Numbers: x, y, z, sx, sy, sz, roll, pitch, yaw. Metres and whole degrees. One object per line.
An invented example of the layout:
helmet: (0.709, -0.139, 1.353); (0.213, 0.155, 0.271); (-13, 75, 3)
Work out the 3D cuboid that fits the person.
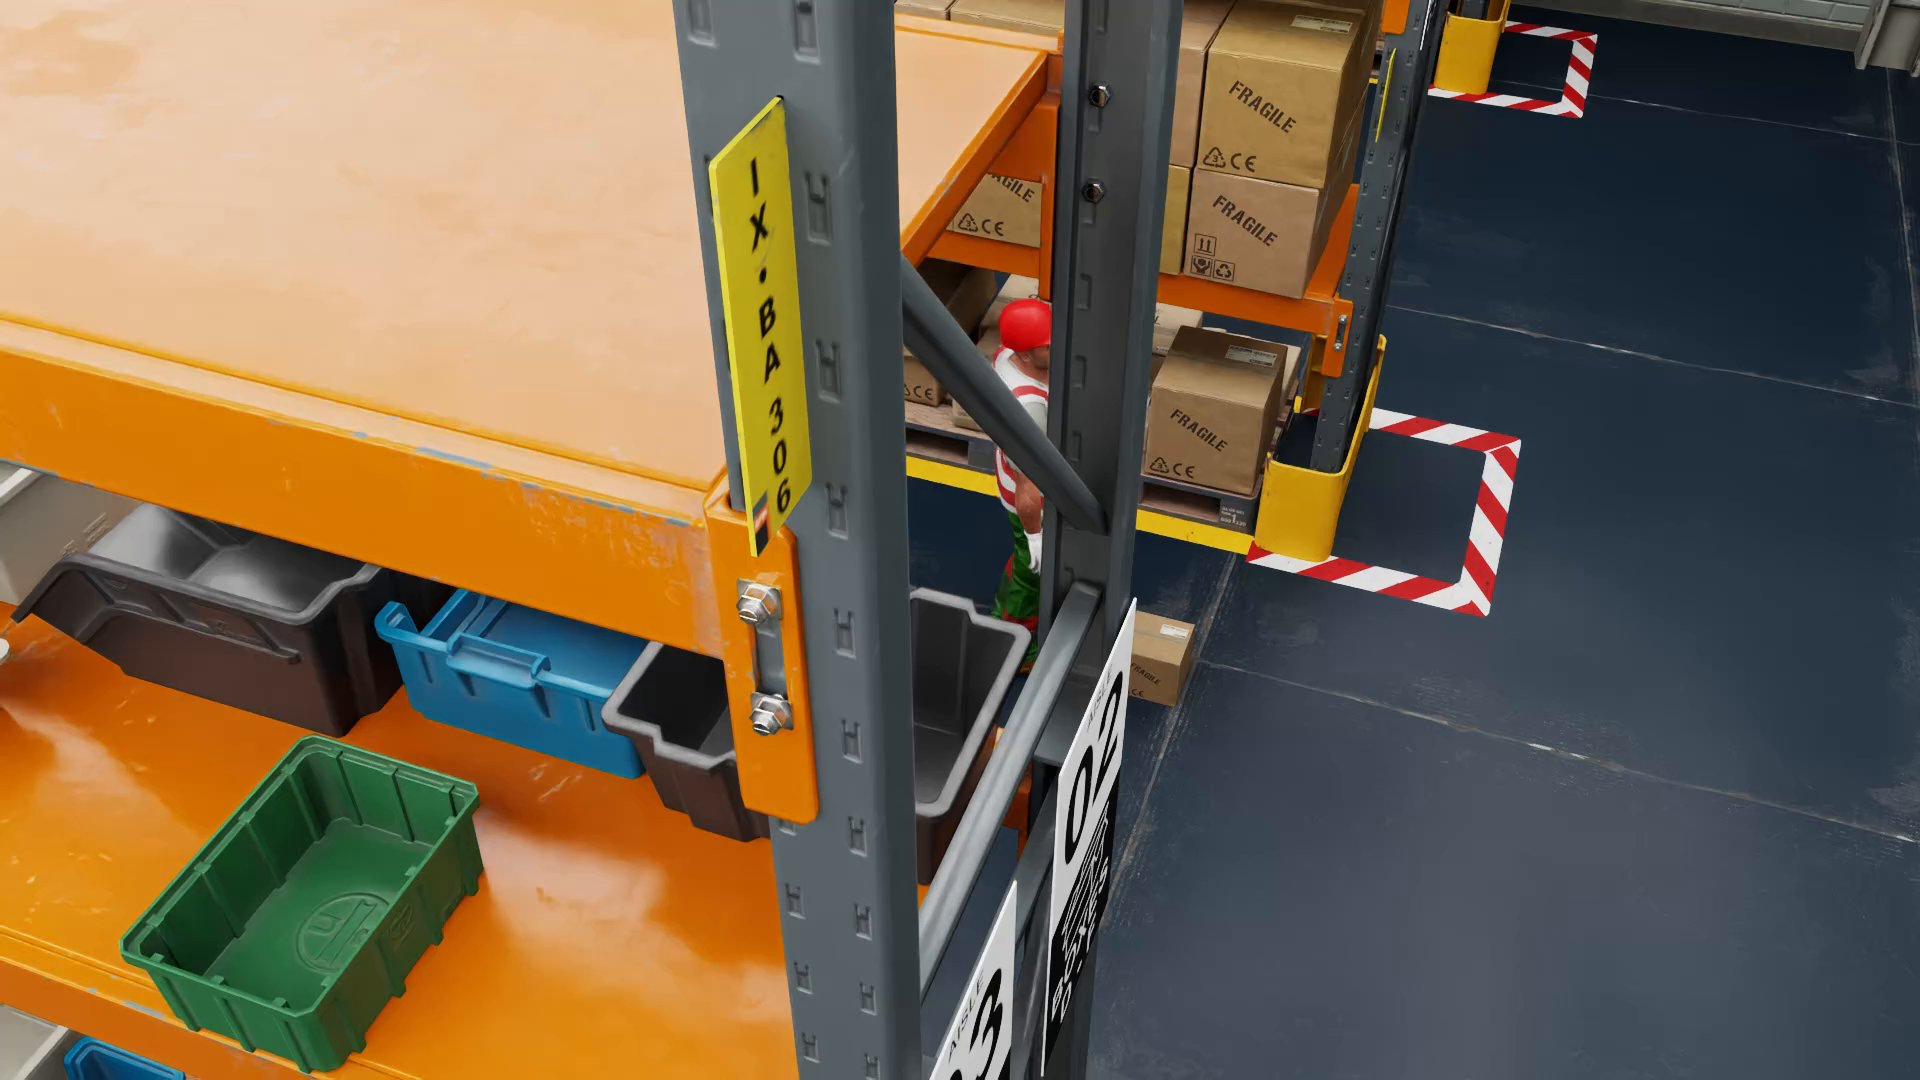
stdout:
person: (0.302, -0.190, 6.437); (0.375, 1.791, 0.638); (-3, 41, -3)
